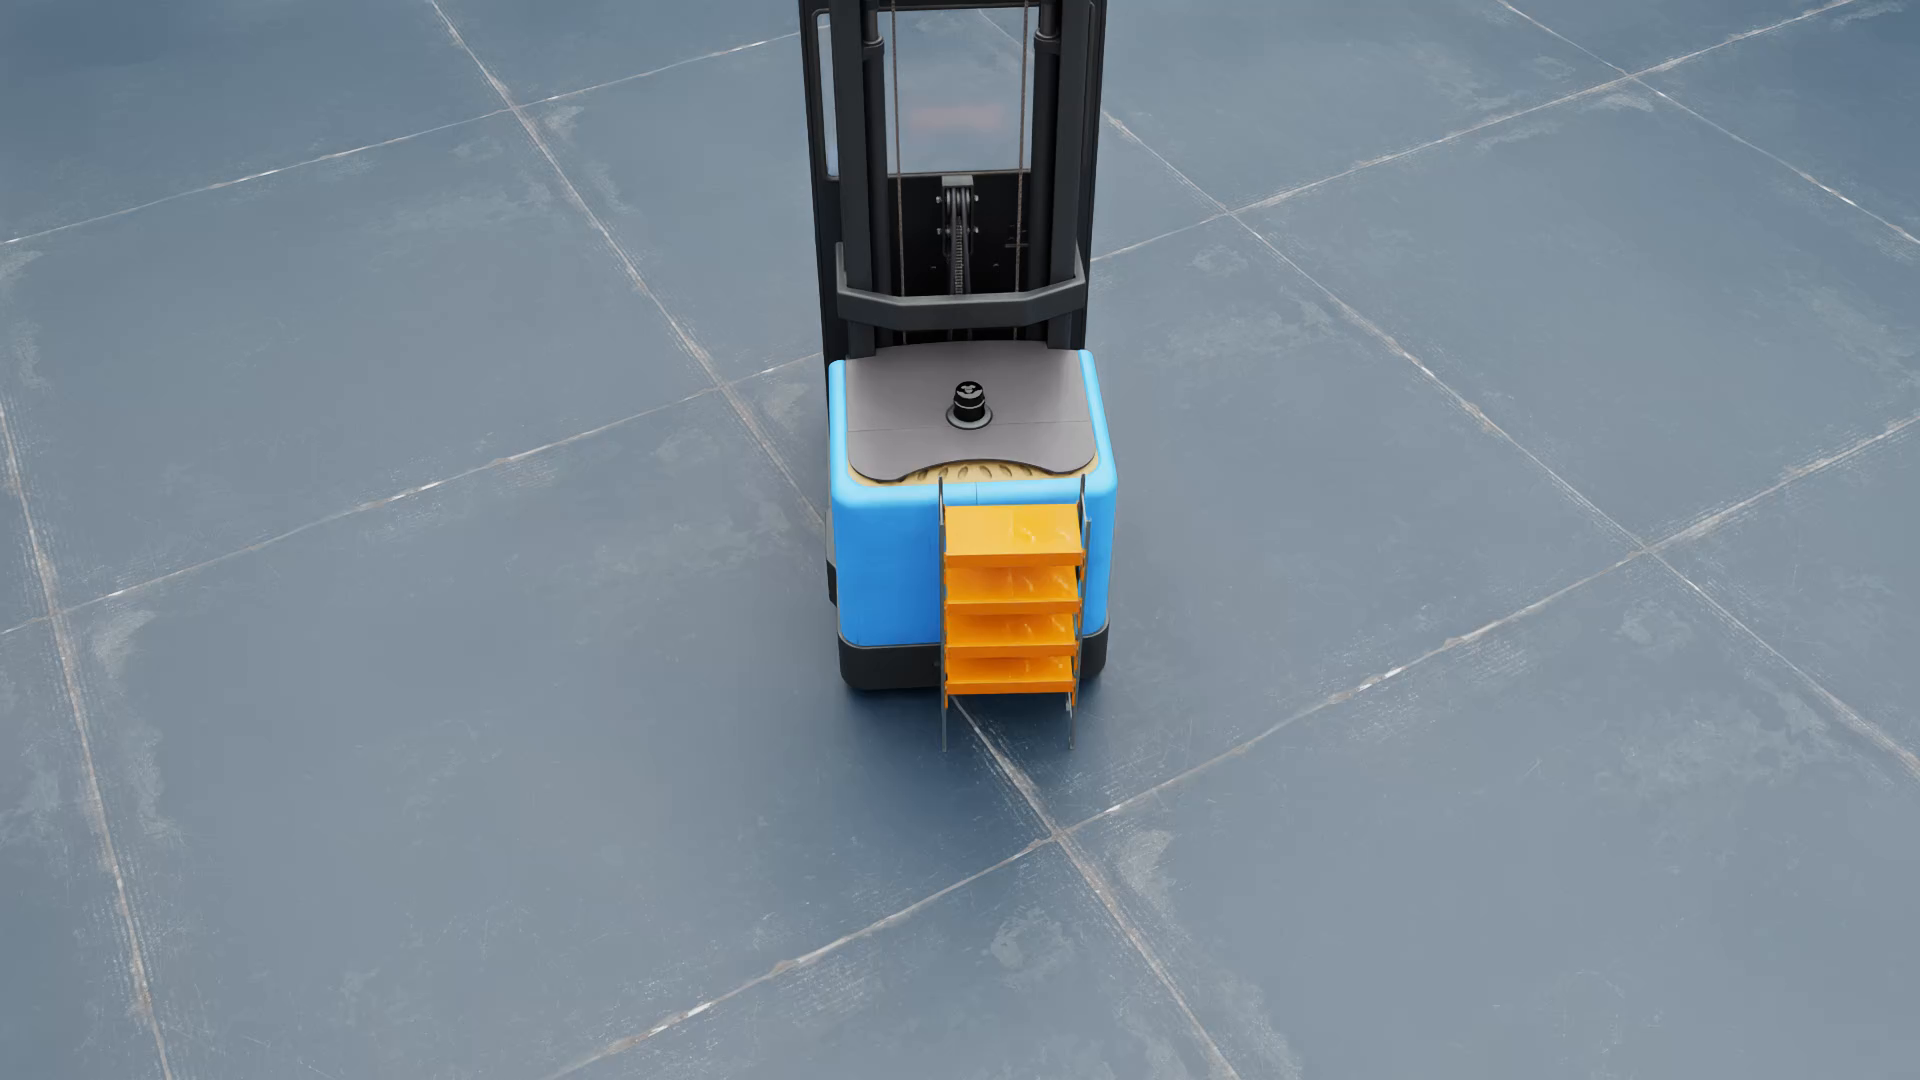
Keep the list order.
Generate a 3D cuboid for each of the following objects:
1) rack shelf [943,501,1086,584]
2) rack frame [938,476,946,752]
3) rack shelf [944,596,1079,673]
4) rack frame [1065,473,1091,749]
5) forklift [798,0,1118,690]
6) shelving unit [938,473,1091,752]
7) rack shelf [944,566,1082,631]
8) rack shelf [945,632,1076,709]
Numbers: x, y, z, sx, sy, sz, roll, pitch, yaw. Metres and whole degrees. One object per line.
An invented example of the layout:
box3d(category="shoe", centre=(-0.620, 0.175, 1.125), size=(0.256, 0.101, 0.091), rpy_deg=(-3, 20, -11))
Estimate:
box3d(category="rack shelf", centre=(0.181, 0.008, 5.745), size=(0.480, 0.148, 0.258), rpy_deg=(-1, 44, -1))
box3d(category="rack frame", centre=(-0.063, 0.295, 6.014), size=(0.015, 1.200, 0.240), rpy_deg=(-1, 44, -1))
box3d(category="rack shelf", centre=(0.181, 0.338, 6.066), size=(0.480, 0.148, 0.258), rpy_deg=(-1, 44, -1))
box3d(category="rack frame", centre=(0.425, 0.285, 6.024), size=(0.015, 1.200, 0.240), rpy_deg=(-1, 44, -1))
box3d(category="forklift", centre=(-0.043, -1.489, 6.609), size=(1.130, 2.935, 3.031), rpy_deg=(-3, 44, -3))
box3d(category="shelving unit", centre=(0.181, 0.290, 6.019), size=(0.503, 1.200, 0.258), rpy_deg=(-1, 44, -1))
box3d(category="rack shelf", centre=(0.181, 0.178, 5.910), size=(0.480, 0.148, 0.258), rpy_deg=(-1, 44, -1))
box3d(category="rack shelf", centre=(0.181, 0.481, 6.204), size=(0.480, 0.148, 0.258), rpy_deg=(-1, 44, -1))
